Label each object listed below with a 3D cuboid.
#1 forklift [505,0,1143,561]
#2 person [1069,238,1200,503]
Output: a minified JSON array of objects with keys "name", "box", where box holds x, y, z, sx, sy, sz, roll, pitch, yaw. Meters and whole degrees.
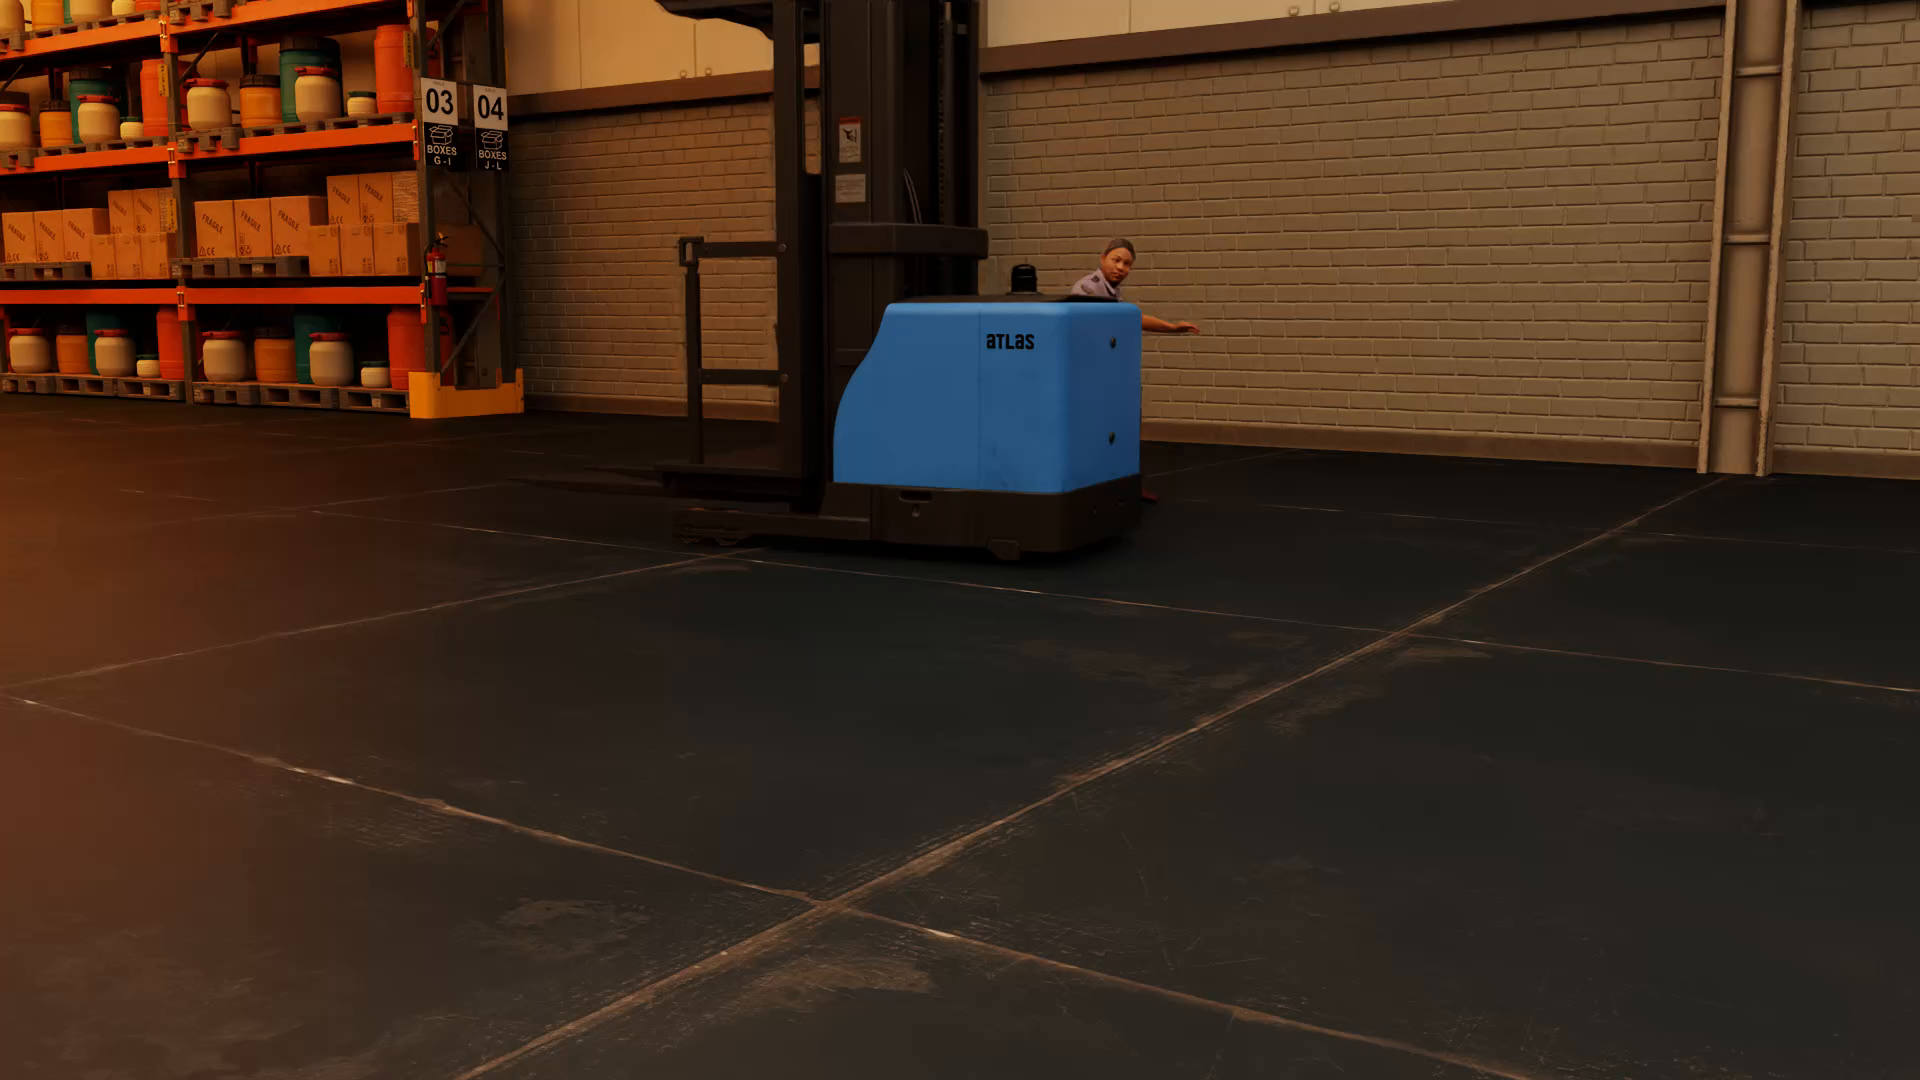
[{"name":"forklift","box":[-0.727,-1.483,7.625,3.031,2.935,1.130,4,9,26]},{"name":"person","box":[0.841,-0.879,8.828,0.981,1.428,0.899,-2,8,-11]}]
